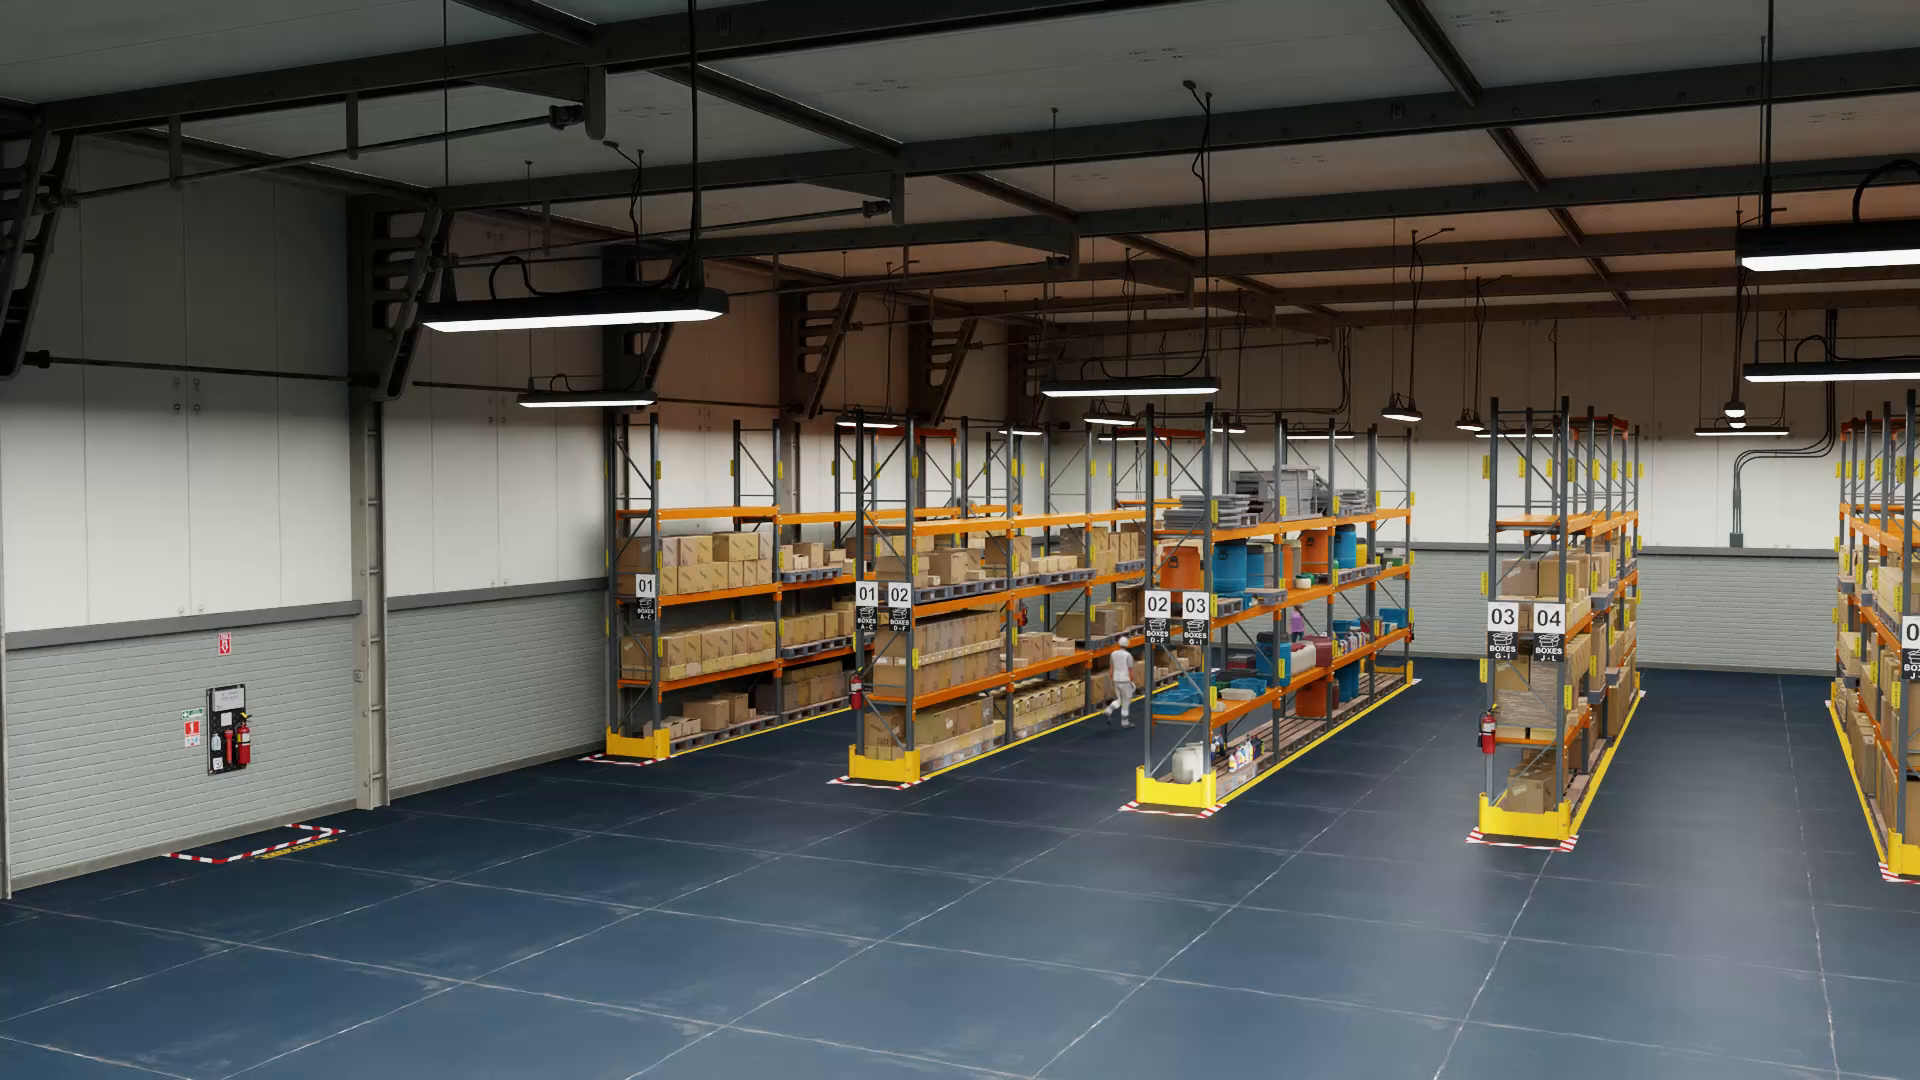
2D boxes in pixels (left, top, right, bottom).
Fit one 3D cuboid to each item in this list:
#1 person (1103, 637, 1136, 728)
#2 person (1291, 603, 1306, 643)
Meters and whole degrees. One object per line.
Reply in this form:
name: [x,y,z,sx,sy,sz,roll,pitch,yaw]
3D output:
person: [3.103,2.750,32.113,0.669,1.780,0.532,-1,3,-25]
person: [8.795,2.396,43.106,0.482,1.609,0.359,1,3,26]
